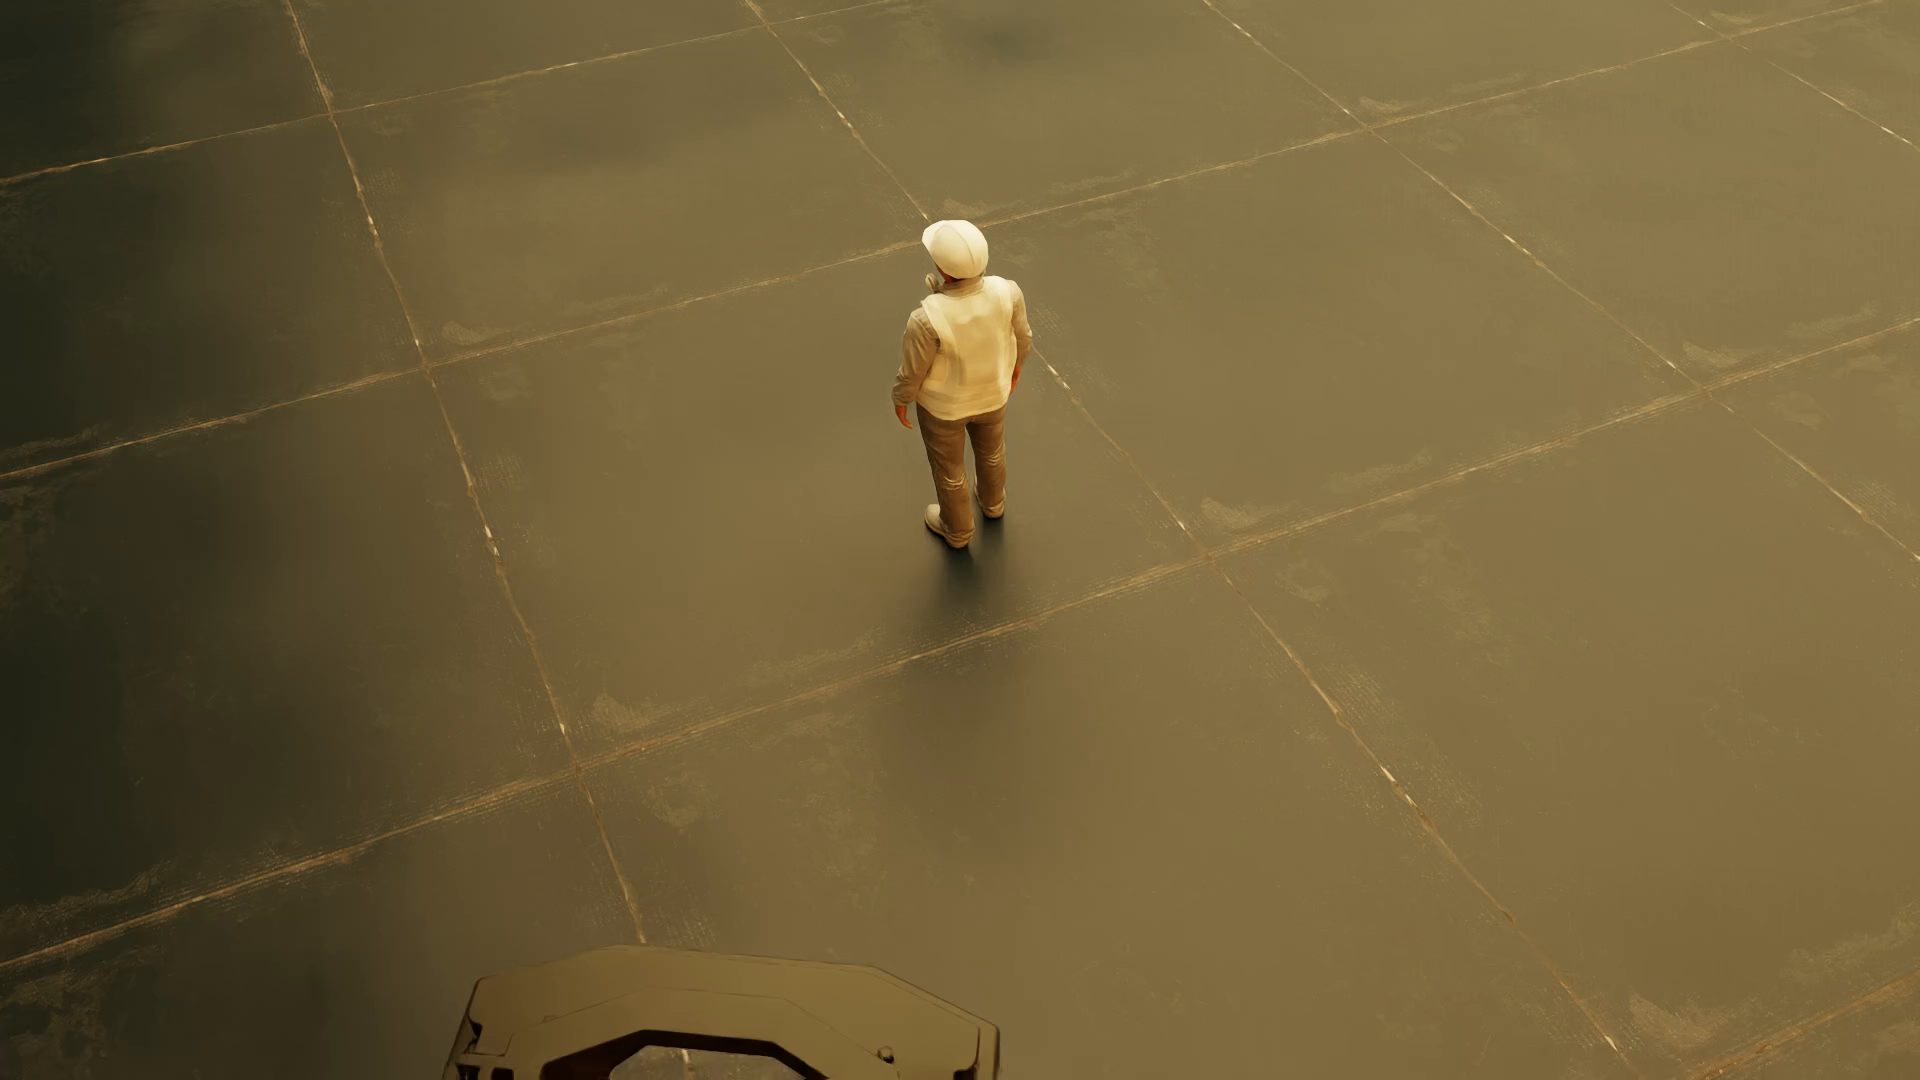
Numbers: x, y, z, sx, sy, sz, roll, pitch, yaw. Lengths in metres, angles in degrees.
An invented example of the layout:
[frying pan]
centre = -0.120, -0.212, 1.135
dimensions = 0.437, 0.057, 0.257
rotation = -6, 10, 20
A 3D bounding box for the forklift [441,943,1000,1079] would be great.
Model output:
[forklift]
centre = -0.466, 2.263, 3.256
dimensions = 1.130, 2.935, 3.031
rotation = 4, 43, 4

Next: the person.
[person]
centre = -0.021, -0.696, 7.263
dimensions = 0.634, 1.775, 0.562
rotation = -18, 46, -18
